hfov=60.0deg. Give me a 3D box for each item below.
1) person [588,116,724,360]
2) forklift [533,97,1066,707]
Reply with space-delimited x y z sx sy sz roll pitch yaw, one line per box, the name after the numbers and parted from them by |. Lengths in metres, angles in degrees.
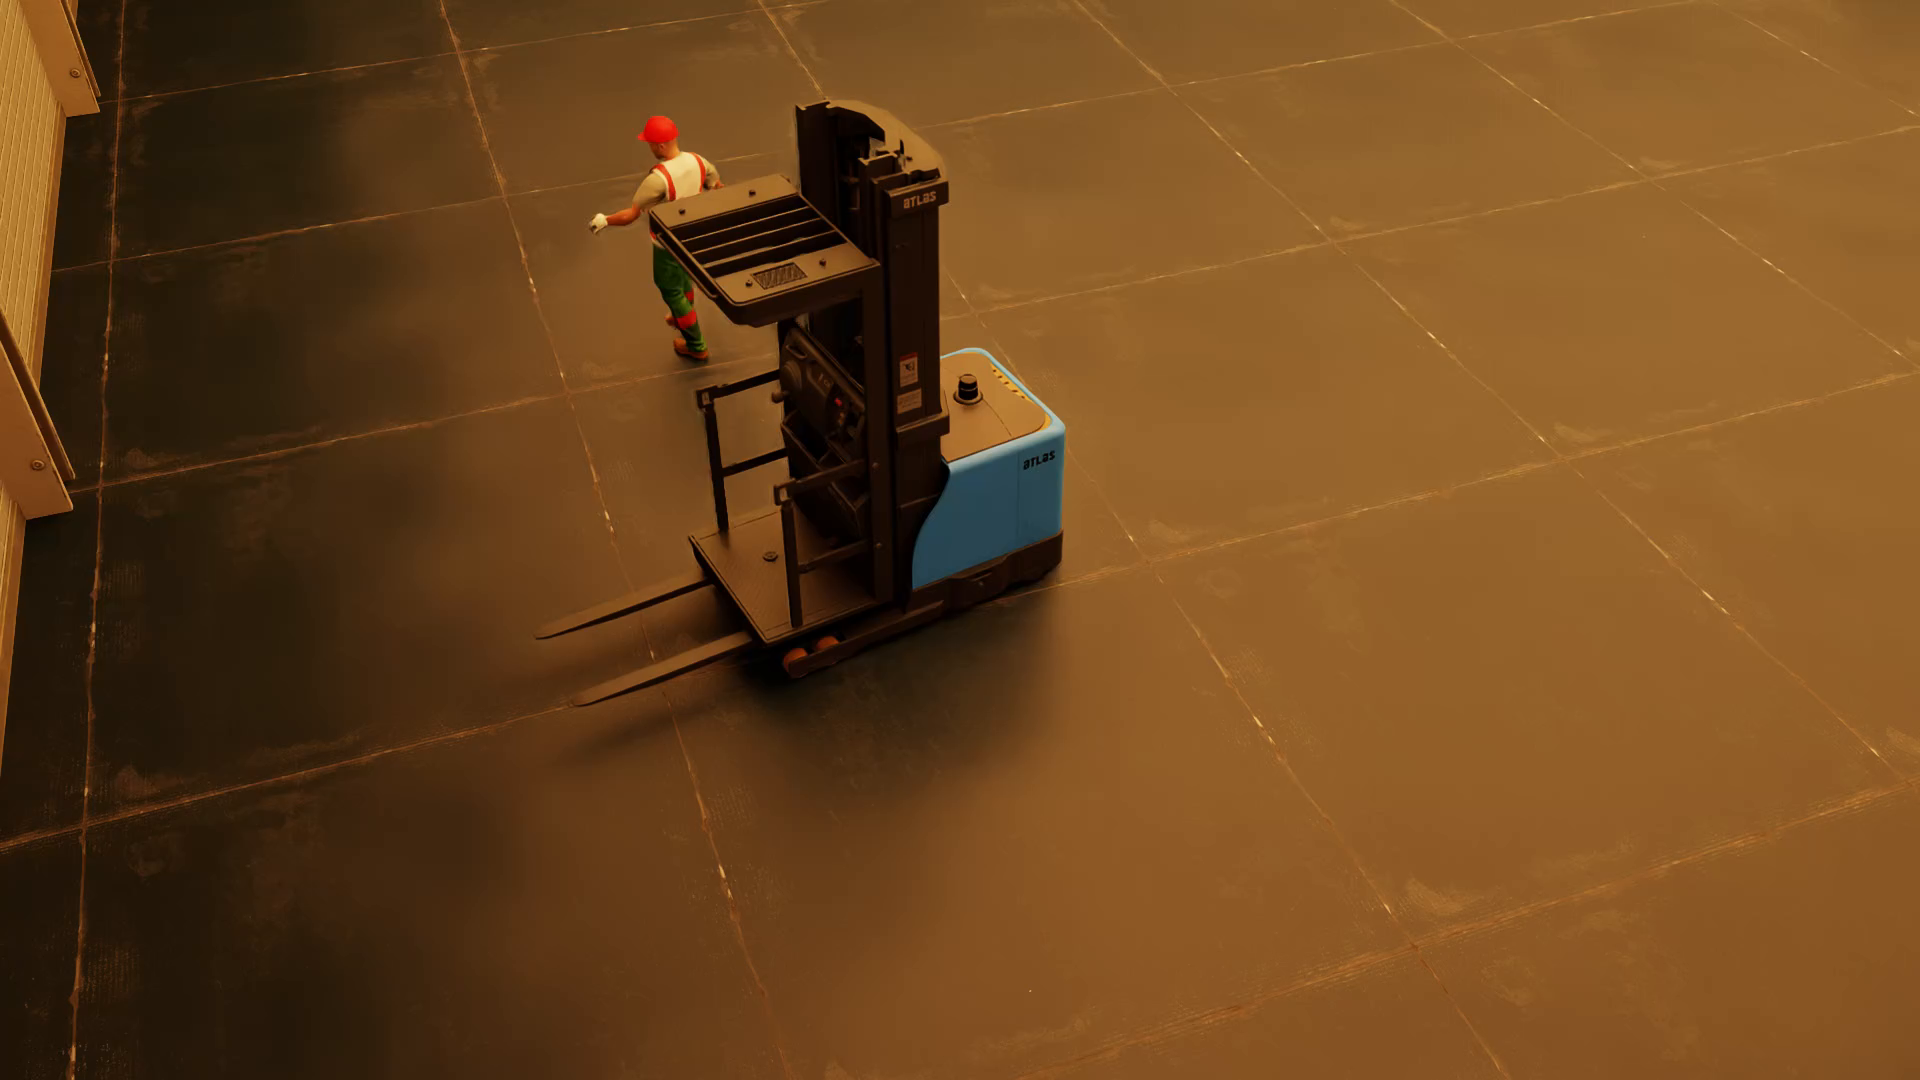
-1.995 -2.116 11.460 0.650 1.796 1.022 28 48 29 | person
-0.918 -0.738 8.876 3.031 2.935 1.130 -21 44 -23 | forklift
